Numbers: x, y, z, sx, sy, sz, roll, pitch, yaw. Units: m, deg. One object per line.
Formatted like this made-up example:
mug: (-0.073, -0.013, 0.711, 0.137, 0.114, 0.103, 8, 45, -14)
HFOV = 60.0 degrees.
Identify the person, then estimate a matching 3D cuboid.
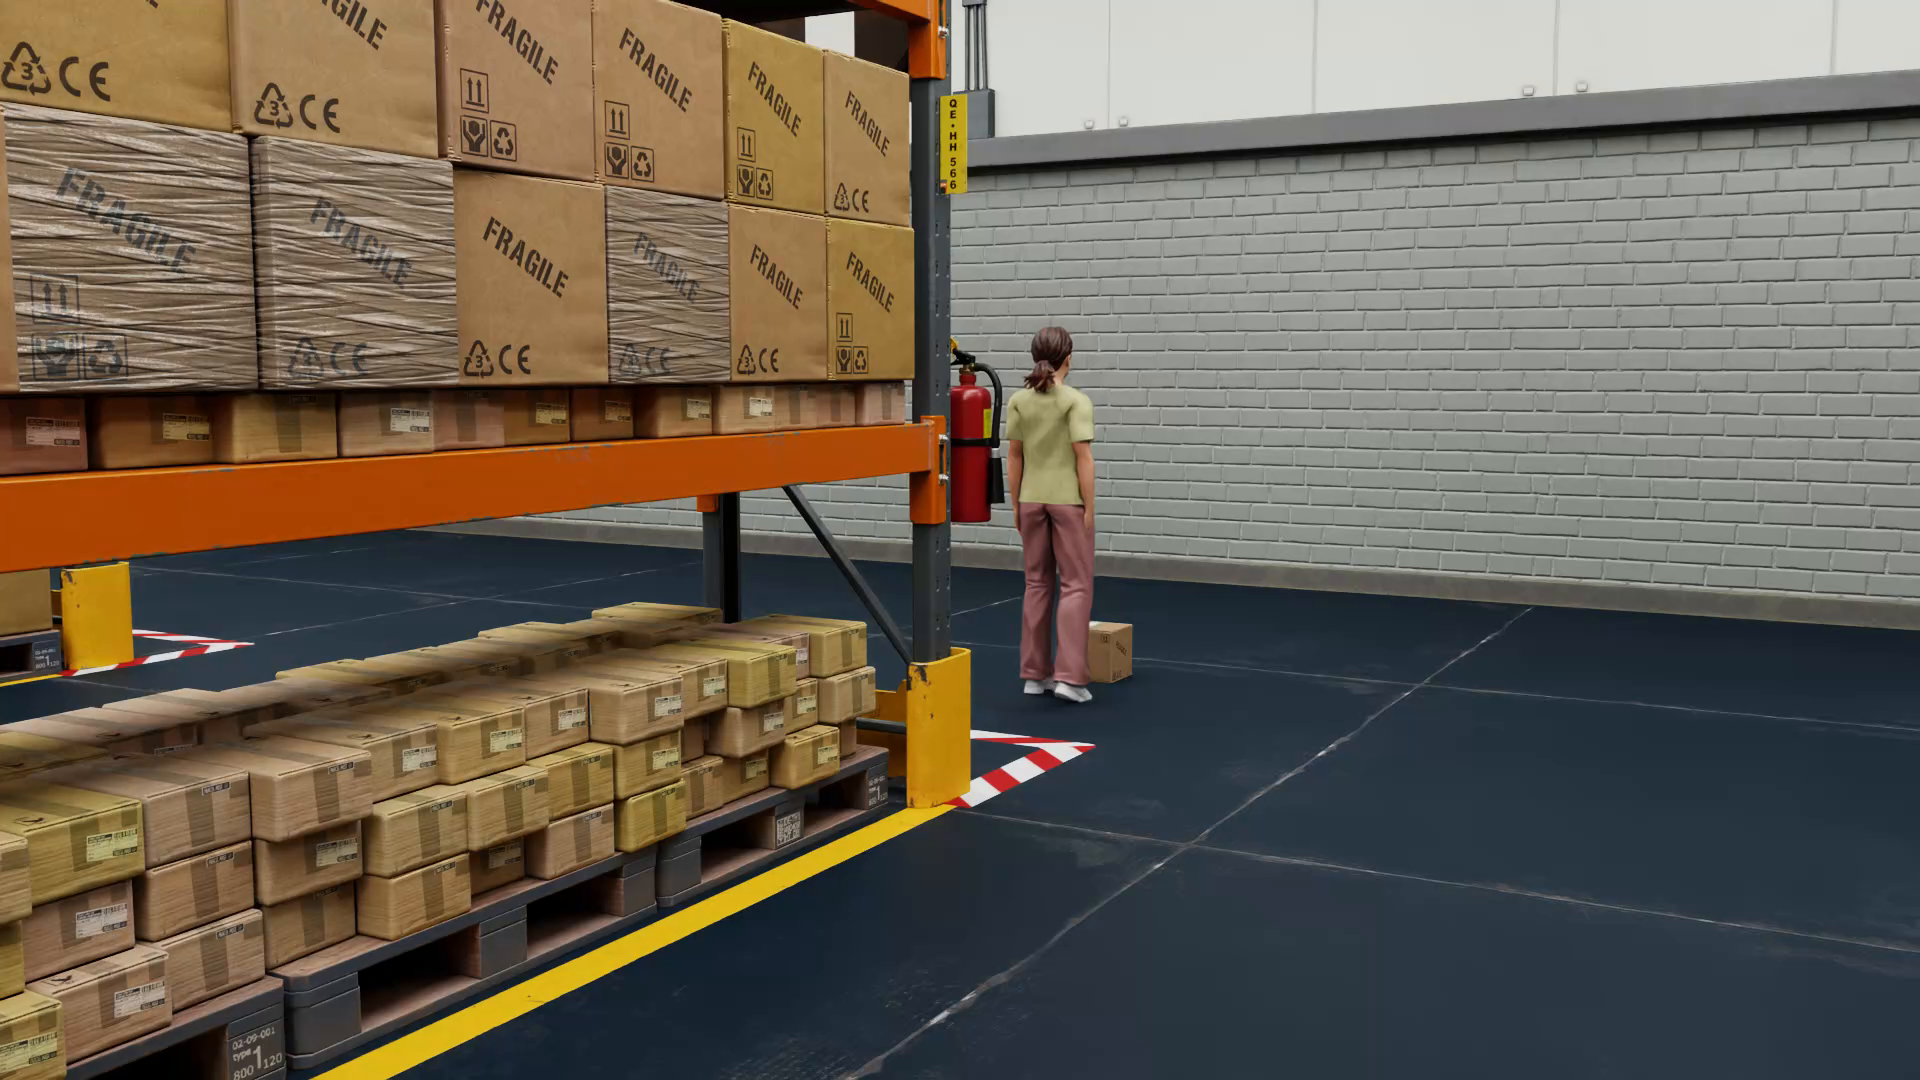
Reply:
person: (0.428, 0.035, 7.551, 0.441, 1.473, 0.406, 3, 7, 30)
